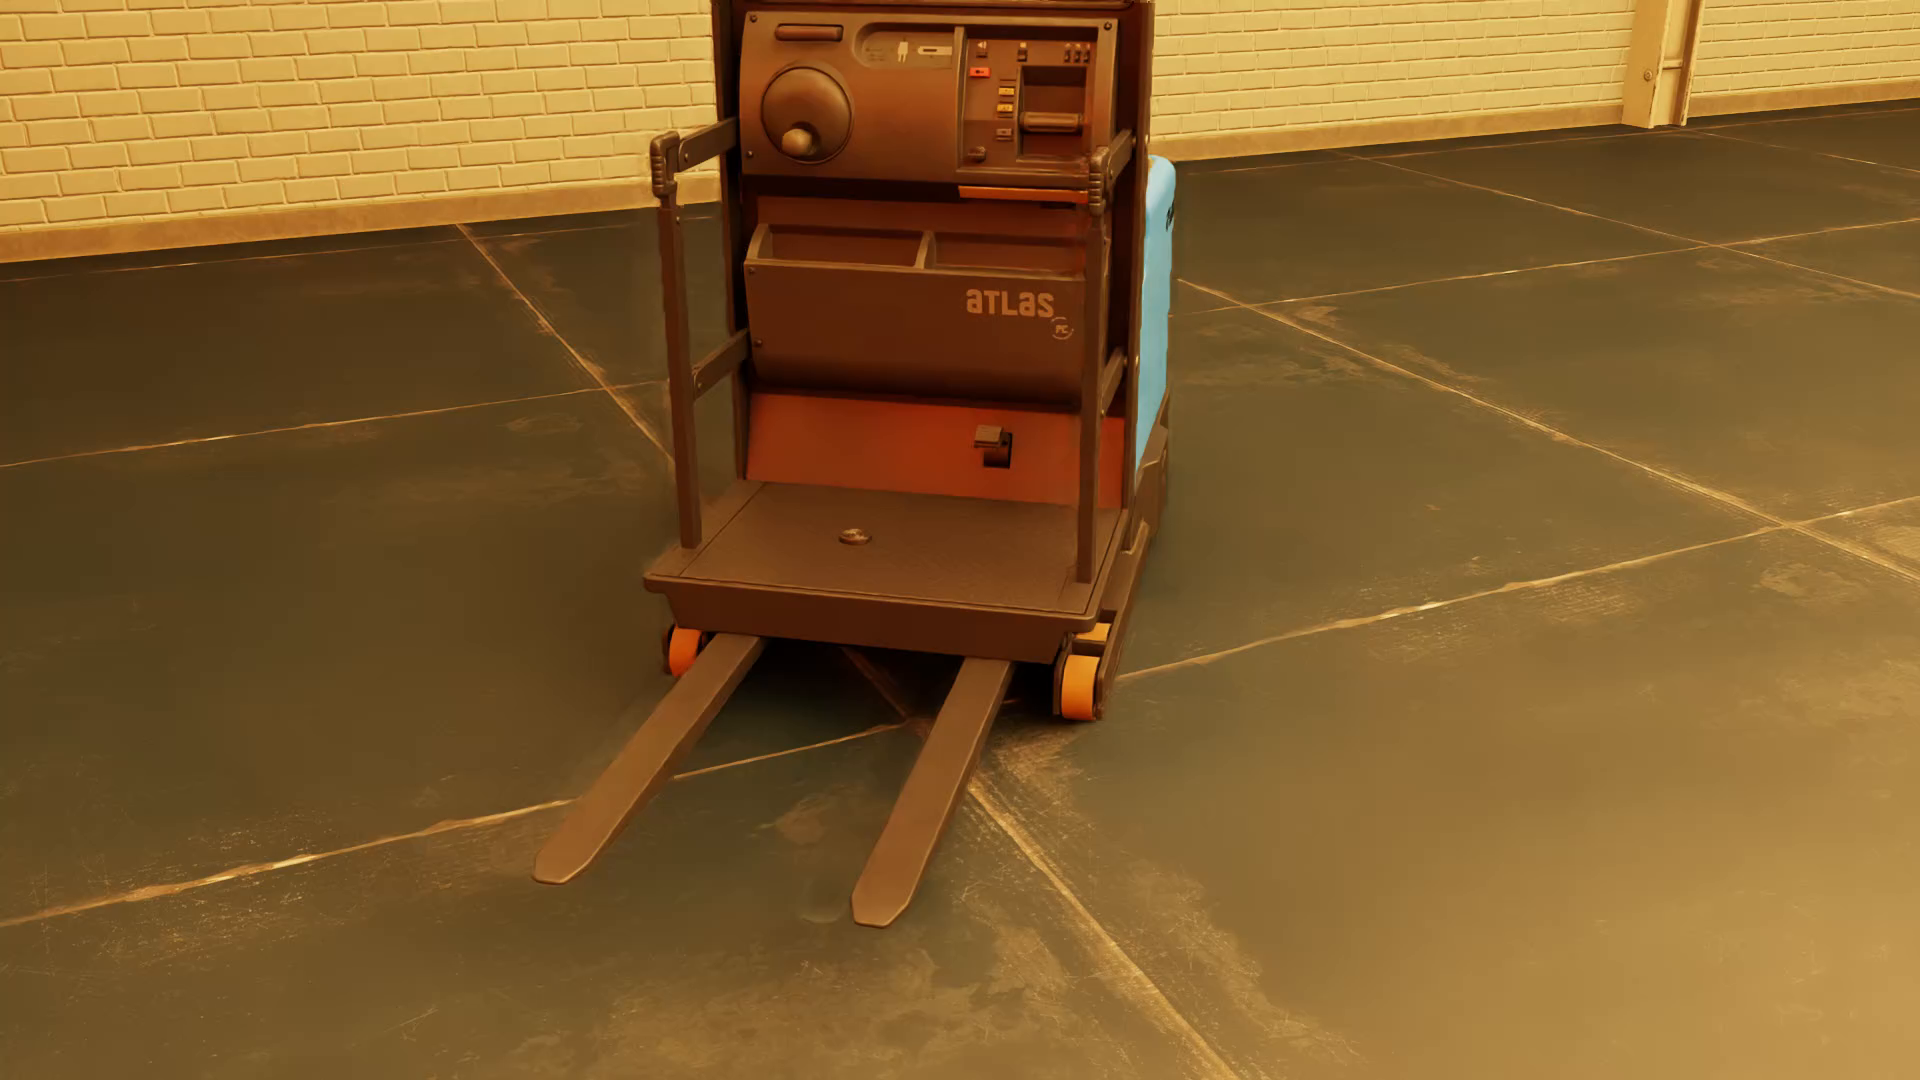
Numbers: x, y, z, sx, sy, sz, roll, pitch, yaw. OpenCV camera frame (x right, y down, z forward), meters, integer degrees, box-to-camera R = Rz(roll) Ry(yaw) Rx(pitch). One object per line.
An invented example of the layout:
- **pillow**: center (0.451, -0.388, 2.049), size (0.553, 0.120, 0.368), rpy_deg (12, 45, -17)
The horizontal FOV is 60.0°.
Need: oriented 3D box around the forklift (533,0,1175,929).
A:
- **forklift**: center (-0.129, -1.068, 3.856), size (1.130, 2.935, 3.031), rpy_deg (5, 23, 11)
